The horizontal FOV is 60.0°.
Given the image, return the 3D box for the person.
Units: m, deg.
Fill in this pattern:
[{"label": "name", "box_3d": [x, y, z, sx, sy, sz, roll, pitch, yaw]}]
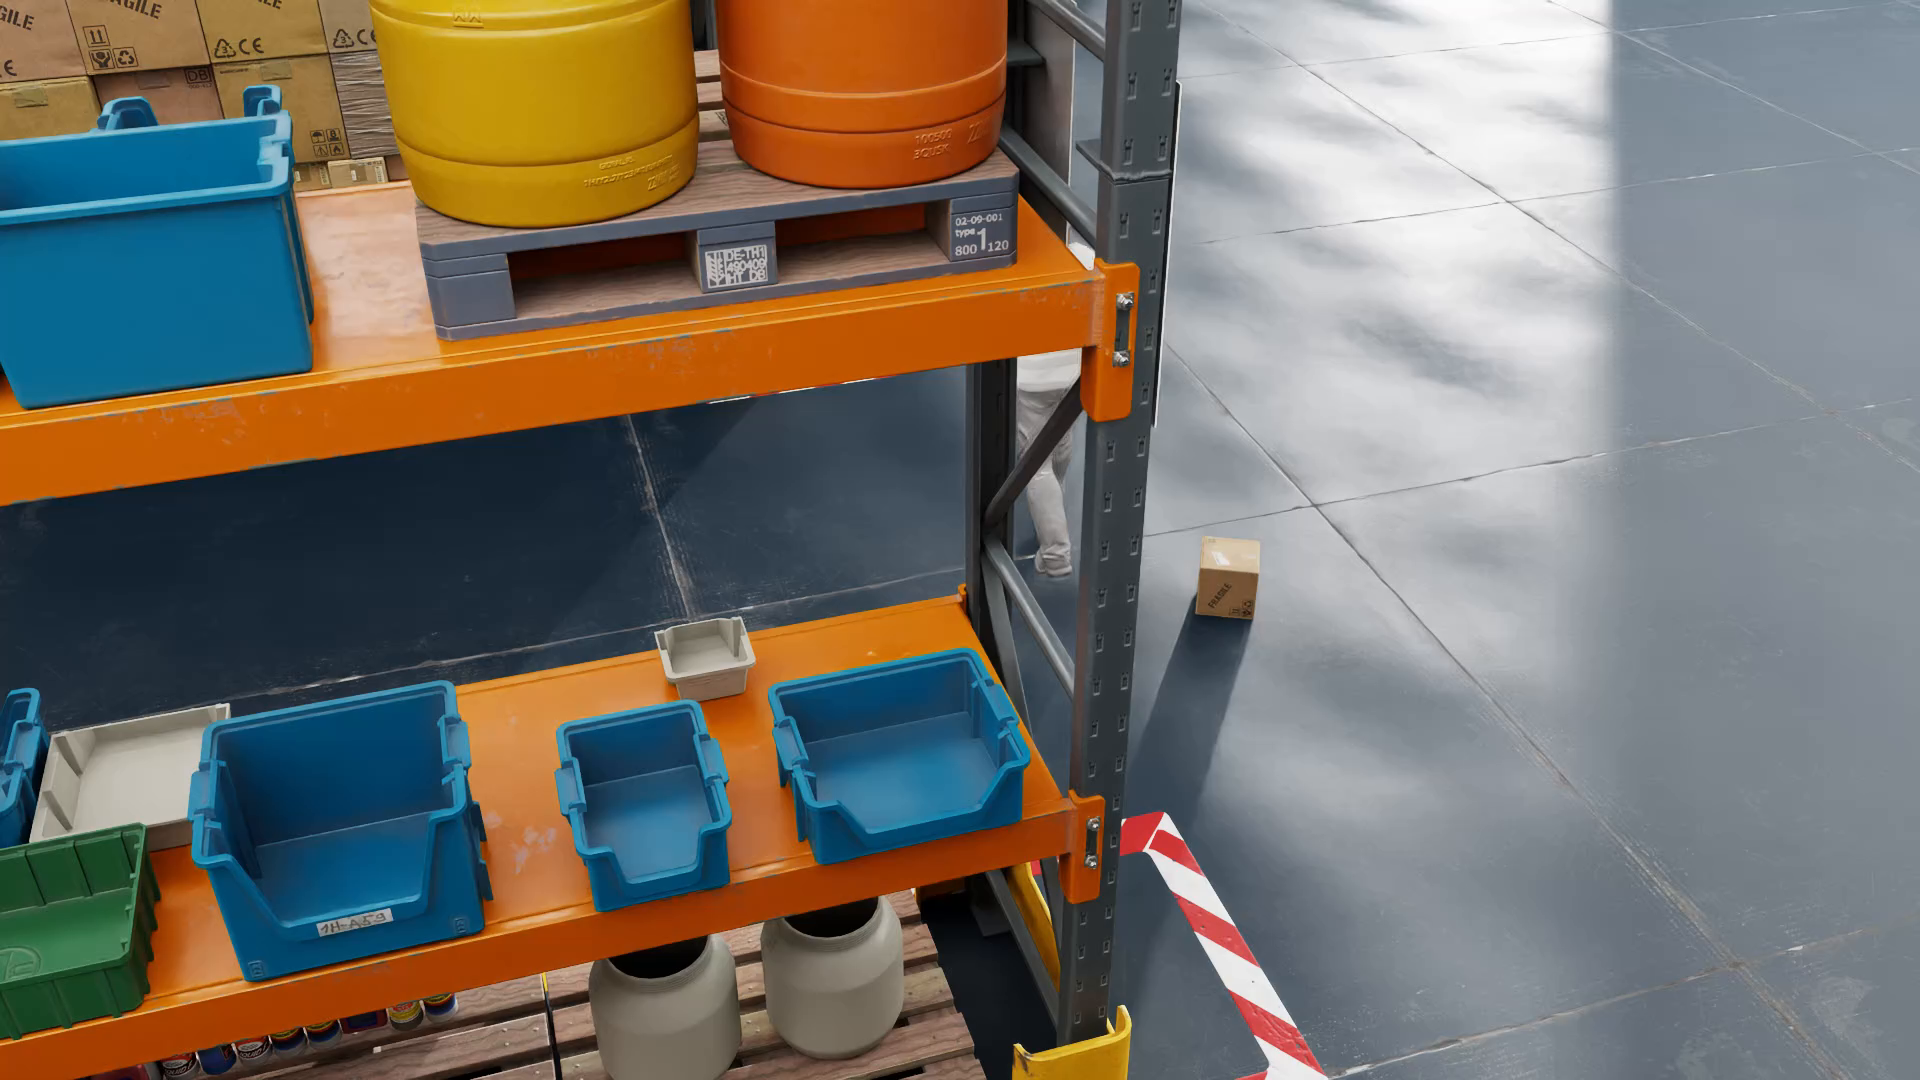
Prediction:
[{"label": "person", "box_3d": [0.390, -0.714, 7.194, 0.571, 1.731, 1.021, -9, 35, -13]}]
